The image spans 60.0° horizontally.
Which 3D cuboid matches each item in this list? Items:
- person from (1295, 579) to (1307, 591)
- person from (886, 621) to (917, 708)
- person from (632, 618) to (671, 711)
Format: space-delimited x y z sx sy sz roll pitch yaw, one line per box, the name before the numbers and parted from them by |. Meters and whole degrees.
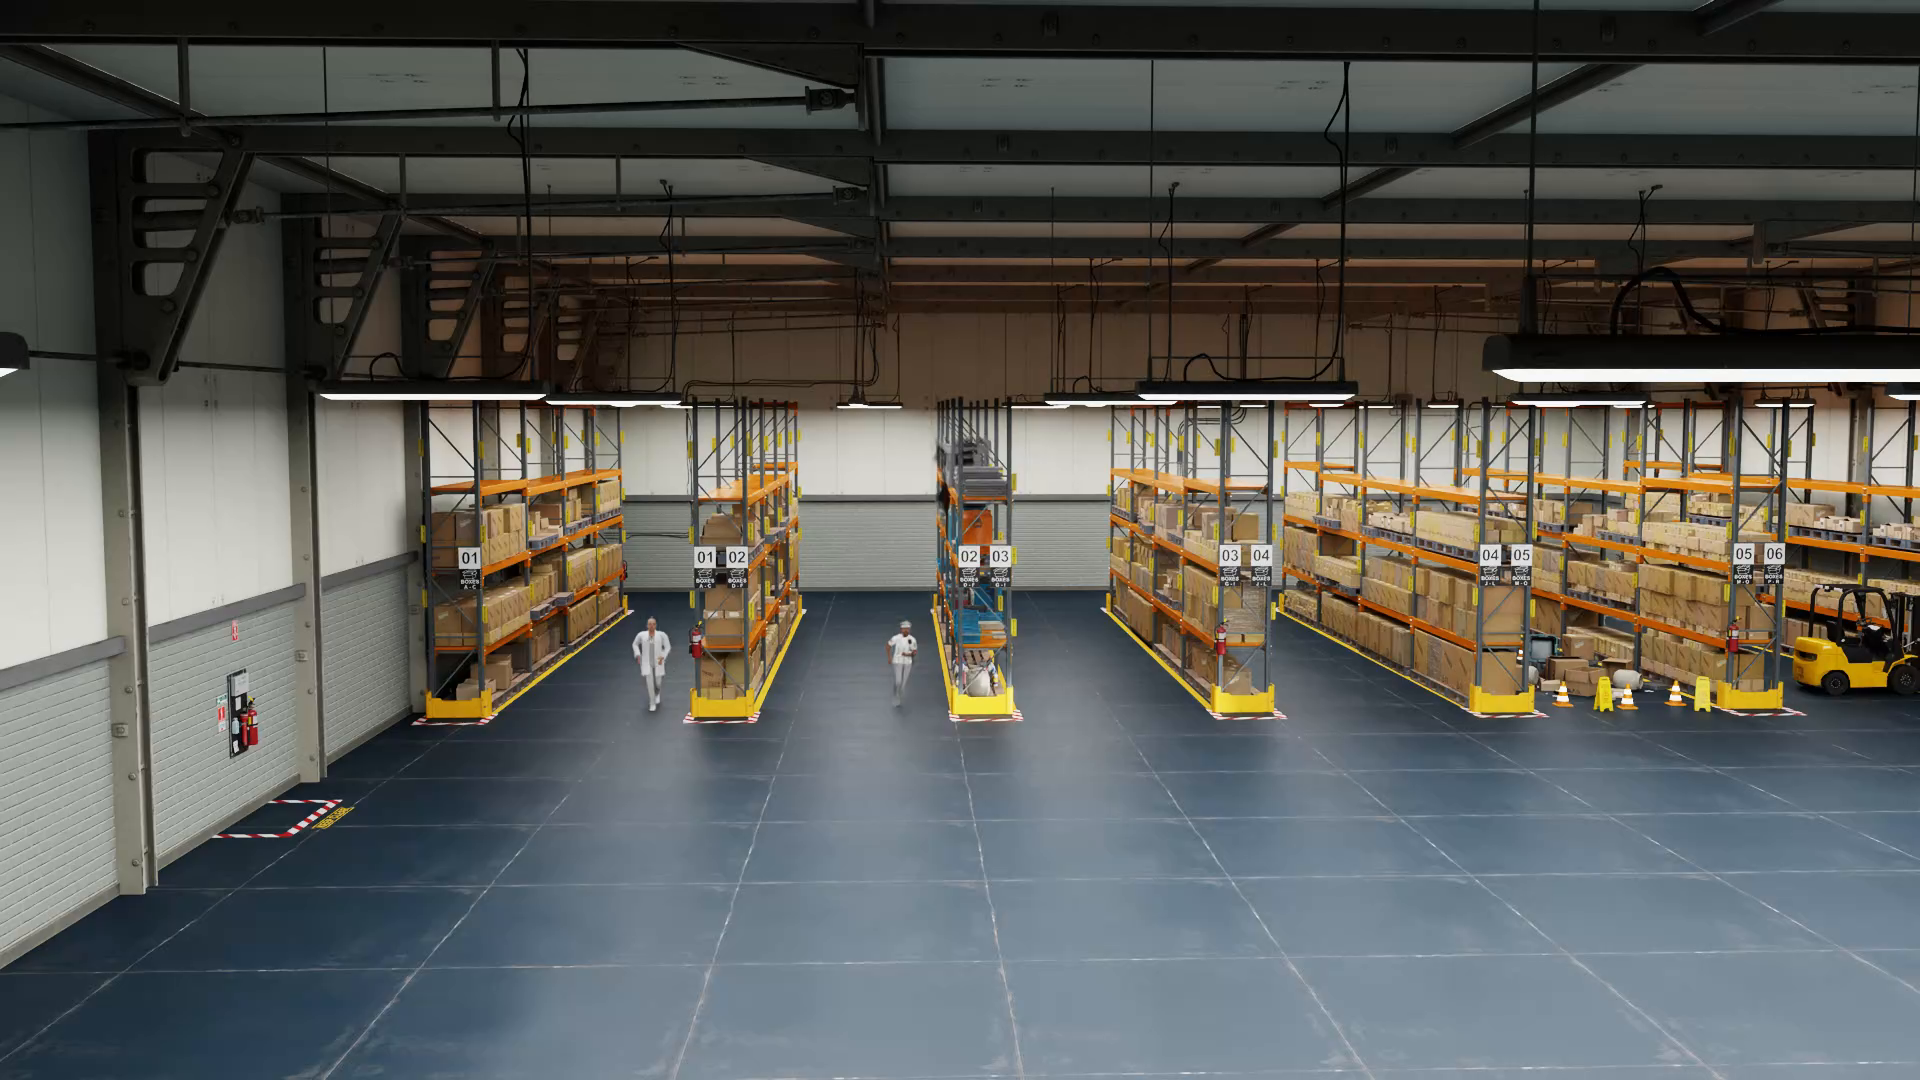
person | 10.068 1.127 48.847 0.868 1.649 0.602 2 5 27
person | -1.111 2.411 32.227 0.560 1.681 0.632 -1 5 -13
person | -5.937 2.374 32.007 0.733 1.753 0.780 -1 4 -11
